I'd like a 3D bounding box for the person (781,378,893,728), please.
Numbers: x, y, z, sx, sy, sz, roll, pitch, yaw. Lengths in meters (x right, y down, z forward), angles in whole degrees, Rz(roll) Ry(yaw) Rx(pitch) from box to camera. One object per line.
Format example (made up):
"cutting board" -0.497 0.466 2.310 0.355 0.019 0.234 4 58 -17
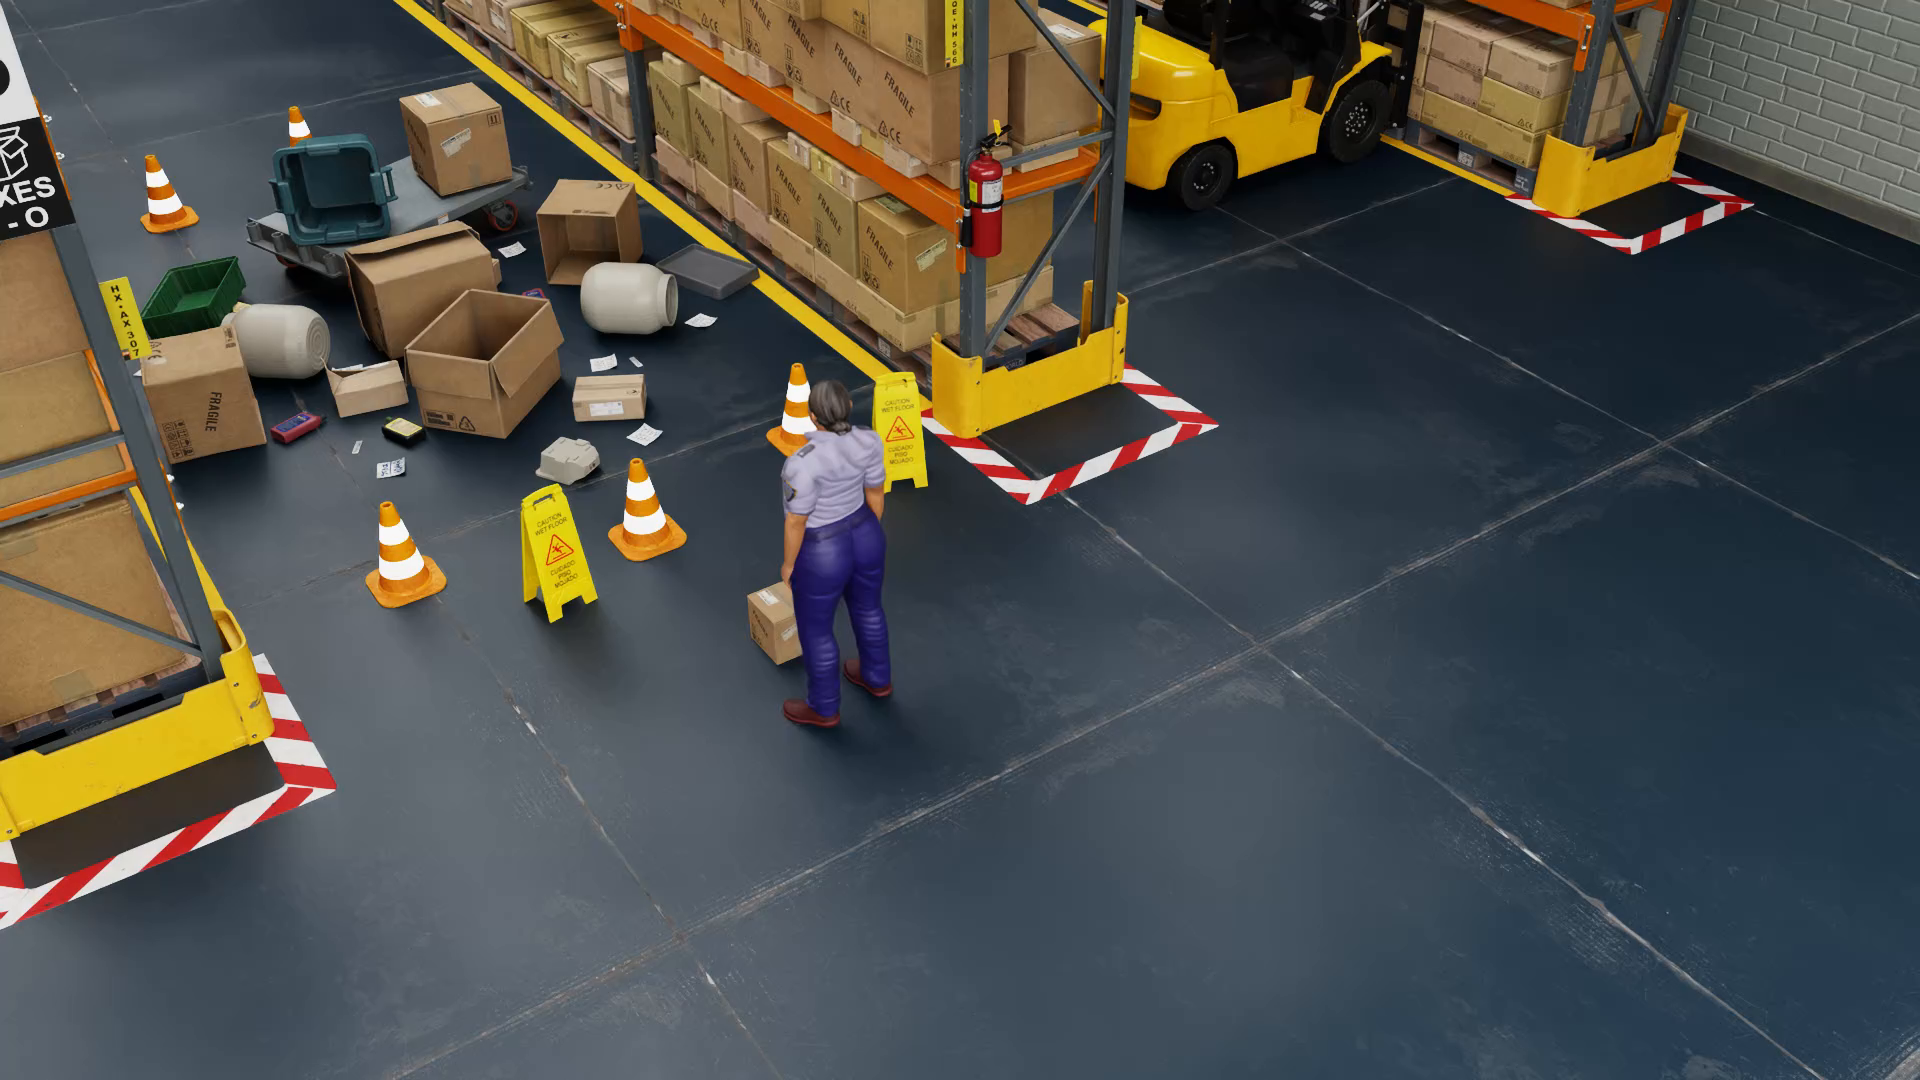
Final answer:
"person" -0.533 0.055 6.942 0.506 1.653 0.351 -28 45 -33
